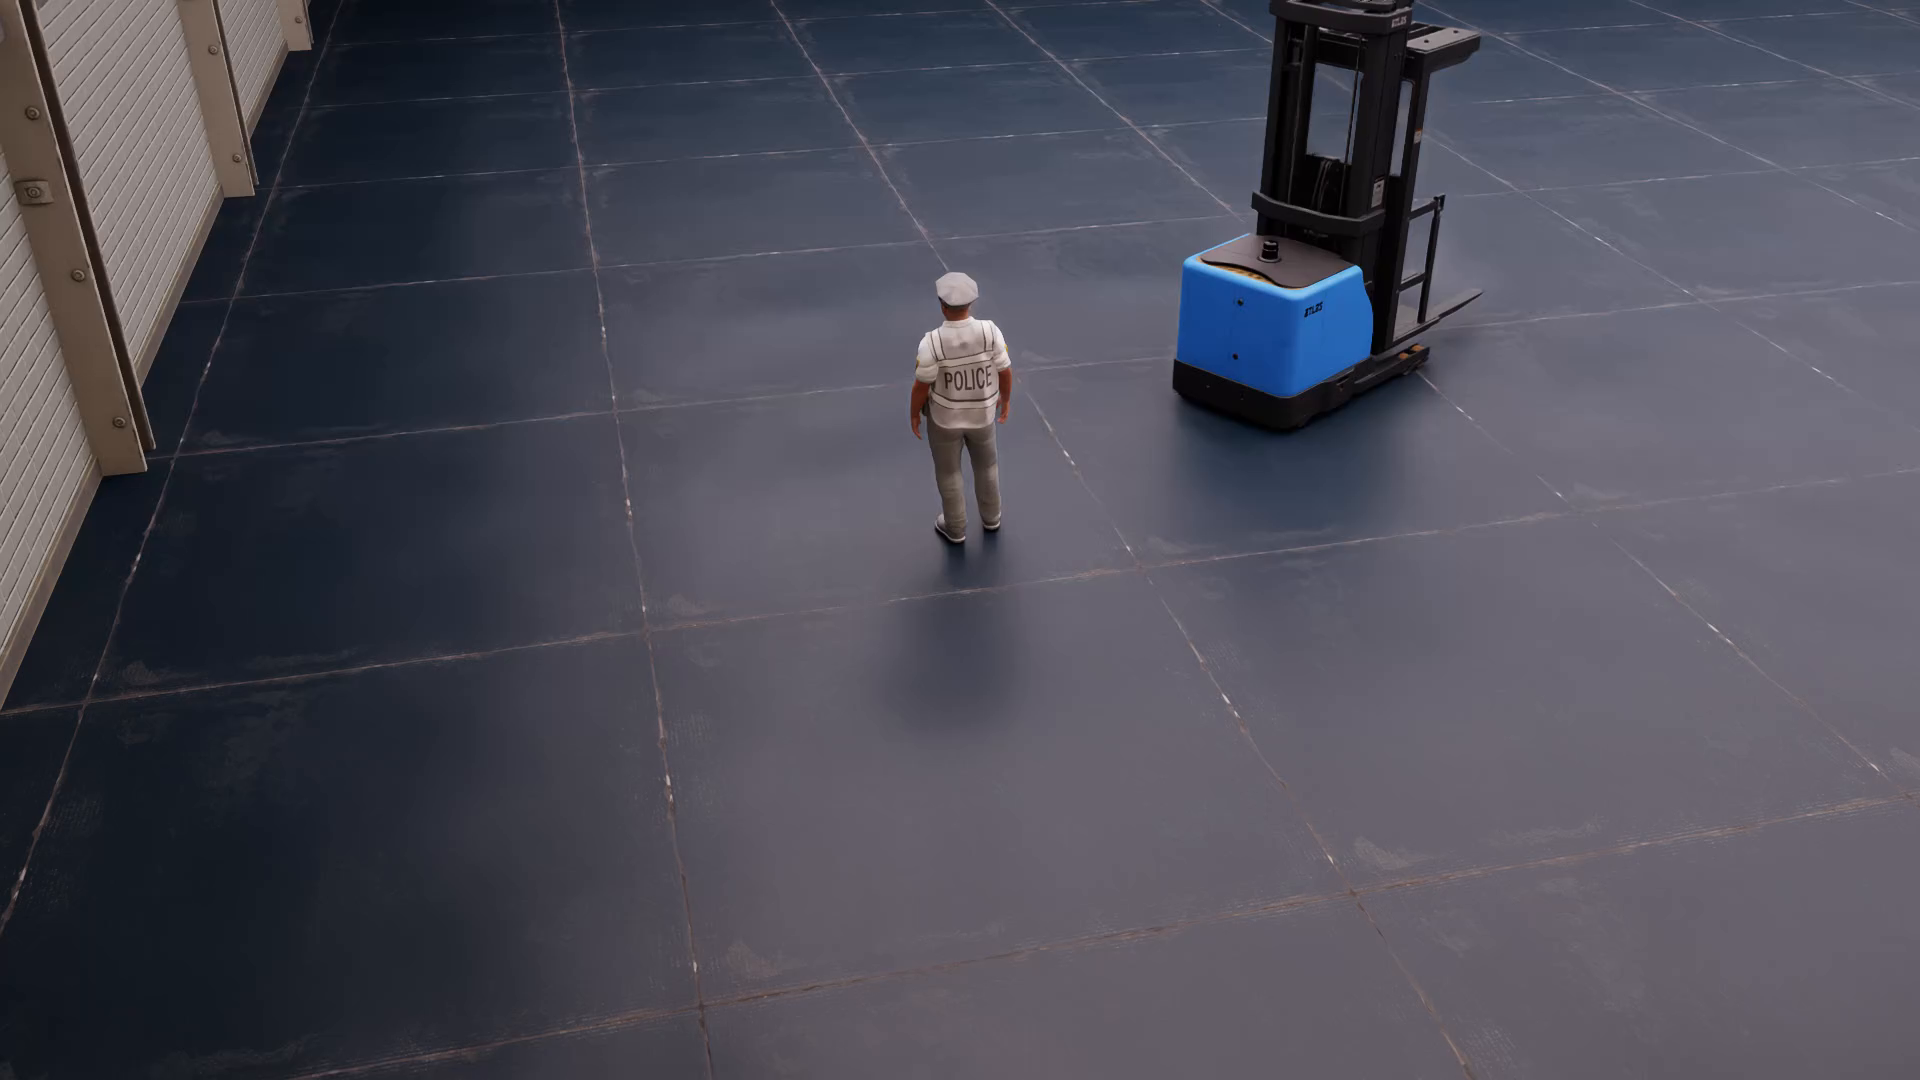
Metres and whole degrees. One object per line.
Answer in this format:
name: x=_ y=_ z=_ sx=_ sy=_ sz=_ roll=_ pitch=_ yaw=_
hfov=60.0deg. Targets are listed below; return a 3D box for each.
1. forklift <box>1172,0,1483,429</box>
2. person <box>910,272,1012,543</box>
forklift: x=2.966 y=-2.690 z=12.221 sx=1.130 sy=2.935 sz=3.031 roll=26 pitch=39 yaw=38
person: x=-0.006 y=-0.815 z=10.118 sx=0.640 sy=1.778 sz=0.575 roll=-7 pitch=31 yaw=-12
